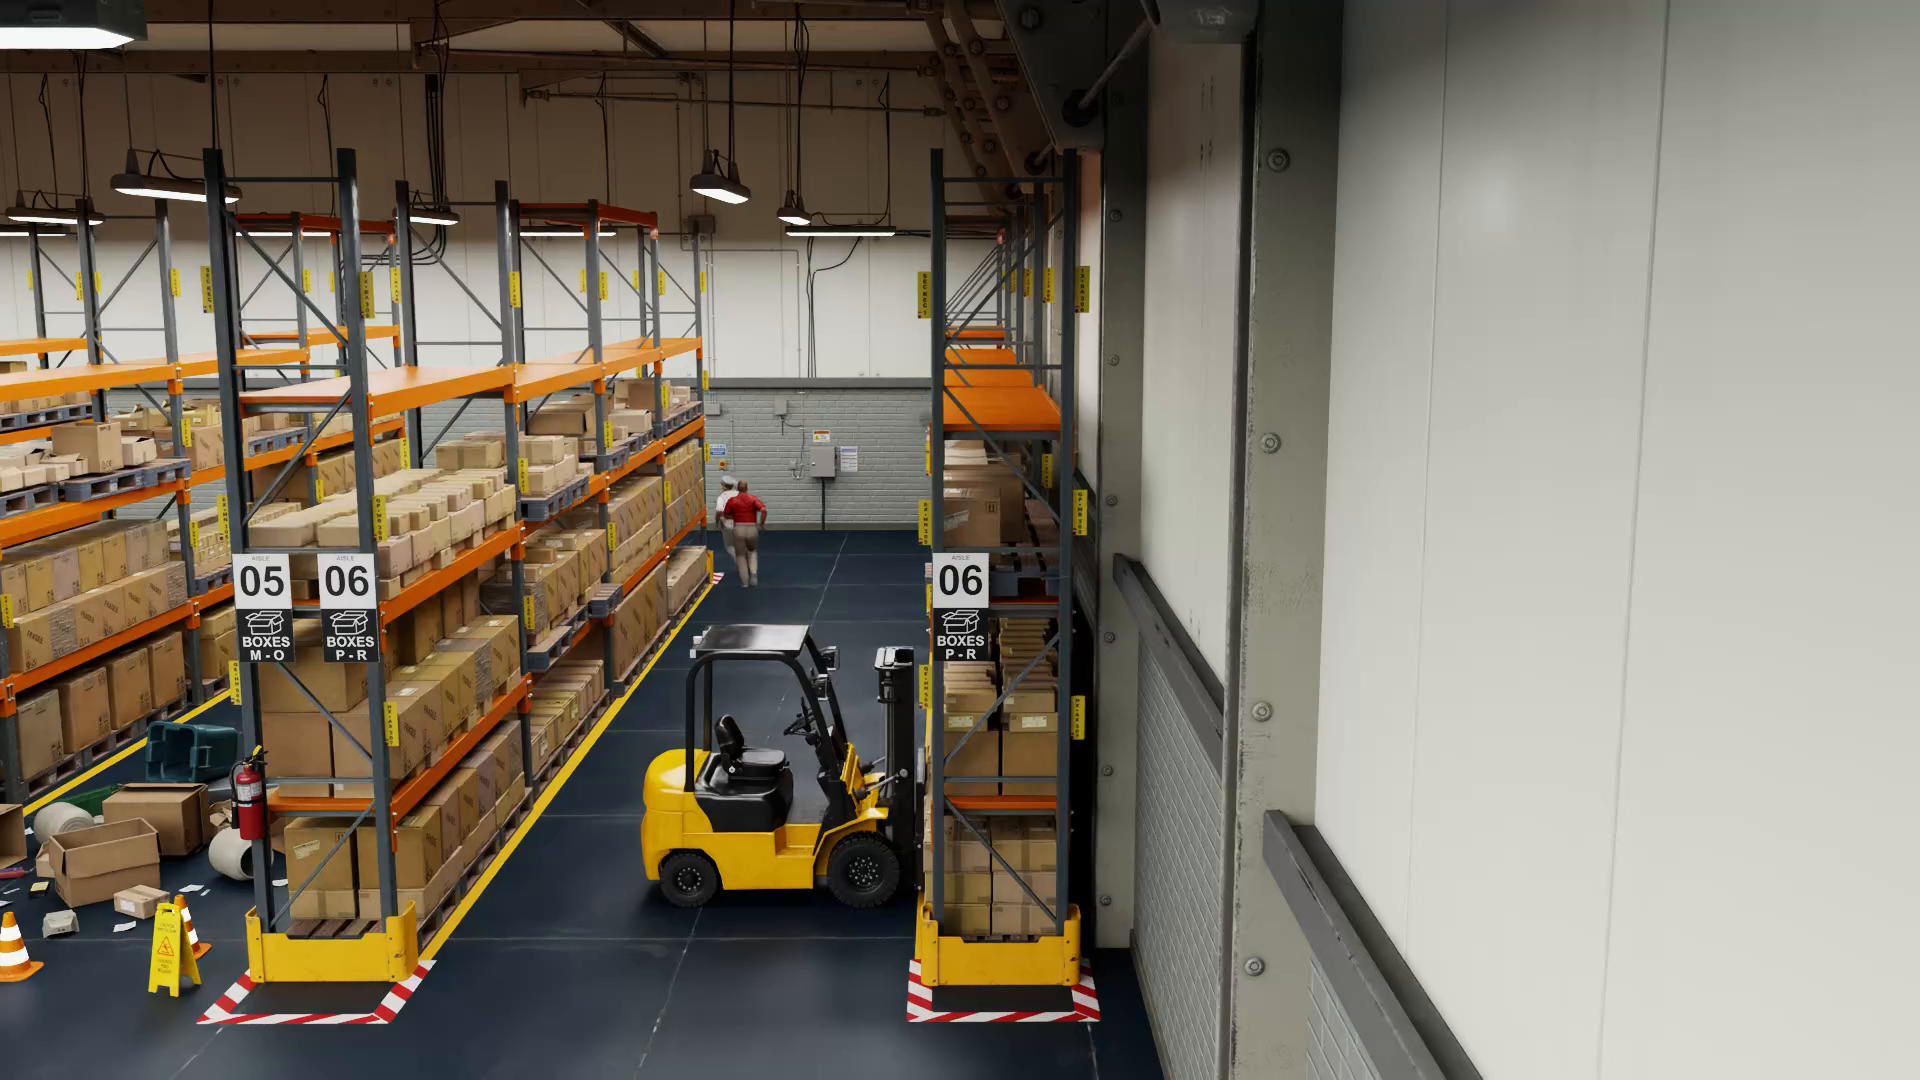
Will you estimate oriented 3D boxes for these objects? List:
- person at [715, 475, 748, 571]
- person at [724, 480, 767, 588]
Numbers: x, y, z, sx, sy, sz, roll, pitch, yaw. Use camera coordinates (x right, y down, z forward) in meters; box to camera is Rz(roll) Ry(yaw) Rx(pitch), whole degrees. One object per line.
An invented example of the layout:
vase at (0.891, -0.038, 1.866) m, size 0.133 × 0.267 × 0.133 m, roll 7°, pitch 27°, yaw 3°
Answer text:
person at (-4.001, -0.285, 28.858) m, size 0.534 × 1.707 × 0.701 m, roll 8°, pitch 12°, yaw 42°
person at (-3.374, -0.097, 26.117) m, size 0.652 × 1.709 × 0.657 m, roll -2°, pitch 9°, yaw -12°
